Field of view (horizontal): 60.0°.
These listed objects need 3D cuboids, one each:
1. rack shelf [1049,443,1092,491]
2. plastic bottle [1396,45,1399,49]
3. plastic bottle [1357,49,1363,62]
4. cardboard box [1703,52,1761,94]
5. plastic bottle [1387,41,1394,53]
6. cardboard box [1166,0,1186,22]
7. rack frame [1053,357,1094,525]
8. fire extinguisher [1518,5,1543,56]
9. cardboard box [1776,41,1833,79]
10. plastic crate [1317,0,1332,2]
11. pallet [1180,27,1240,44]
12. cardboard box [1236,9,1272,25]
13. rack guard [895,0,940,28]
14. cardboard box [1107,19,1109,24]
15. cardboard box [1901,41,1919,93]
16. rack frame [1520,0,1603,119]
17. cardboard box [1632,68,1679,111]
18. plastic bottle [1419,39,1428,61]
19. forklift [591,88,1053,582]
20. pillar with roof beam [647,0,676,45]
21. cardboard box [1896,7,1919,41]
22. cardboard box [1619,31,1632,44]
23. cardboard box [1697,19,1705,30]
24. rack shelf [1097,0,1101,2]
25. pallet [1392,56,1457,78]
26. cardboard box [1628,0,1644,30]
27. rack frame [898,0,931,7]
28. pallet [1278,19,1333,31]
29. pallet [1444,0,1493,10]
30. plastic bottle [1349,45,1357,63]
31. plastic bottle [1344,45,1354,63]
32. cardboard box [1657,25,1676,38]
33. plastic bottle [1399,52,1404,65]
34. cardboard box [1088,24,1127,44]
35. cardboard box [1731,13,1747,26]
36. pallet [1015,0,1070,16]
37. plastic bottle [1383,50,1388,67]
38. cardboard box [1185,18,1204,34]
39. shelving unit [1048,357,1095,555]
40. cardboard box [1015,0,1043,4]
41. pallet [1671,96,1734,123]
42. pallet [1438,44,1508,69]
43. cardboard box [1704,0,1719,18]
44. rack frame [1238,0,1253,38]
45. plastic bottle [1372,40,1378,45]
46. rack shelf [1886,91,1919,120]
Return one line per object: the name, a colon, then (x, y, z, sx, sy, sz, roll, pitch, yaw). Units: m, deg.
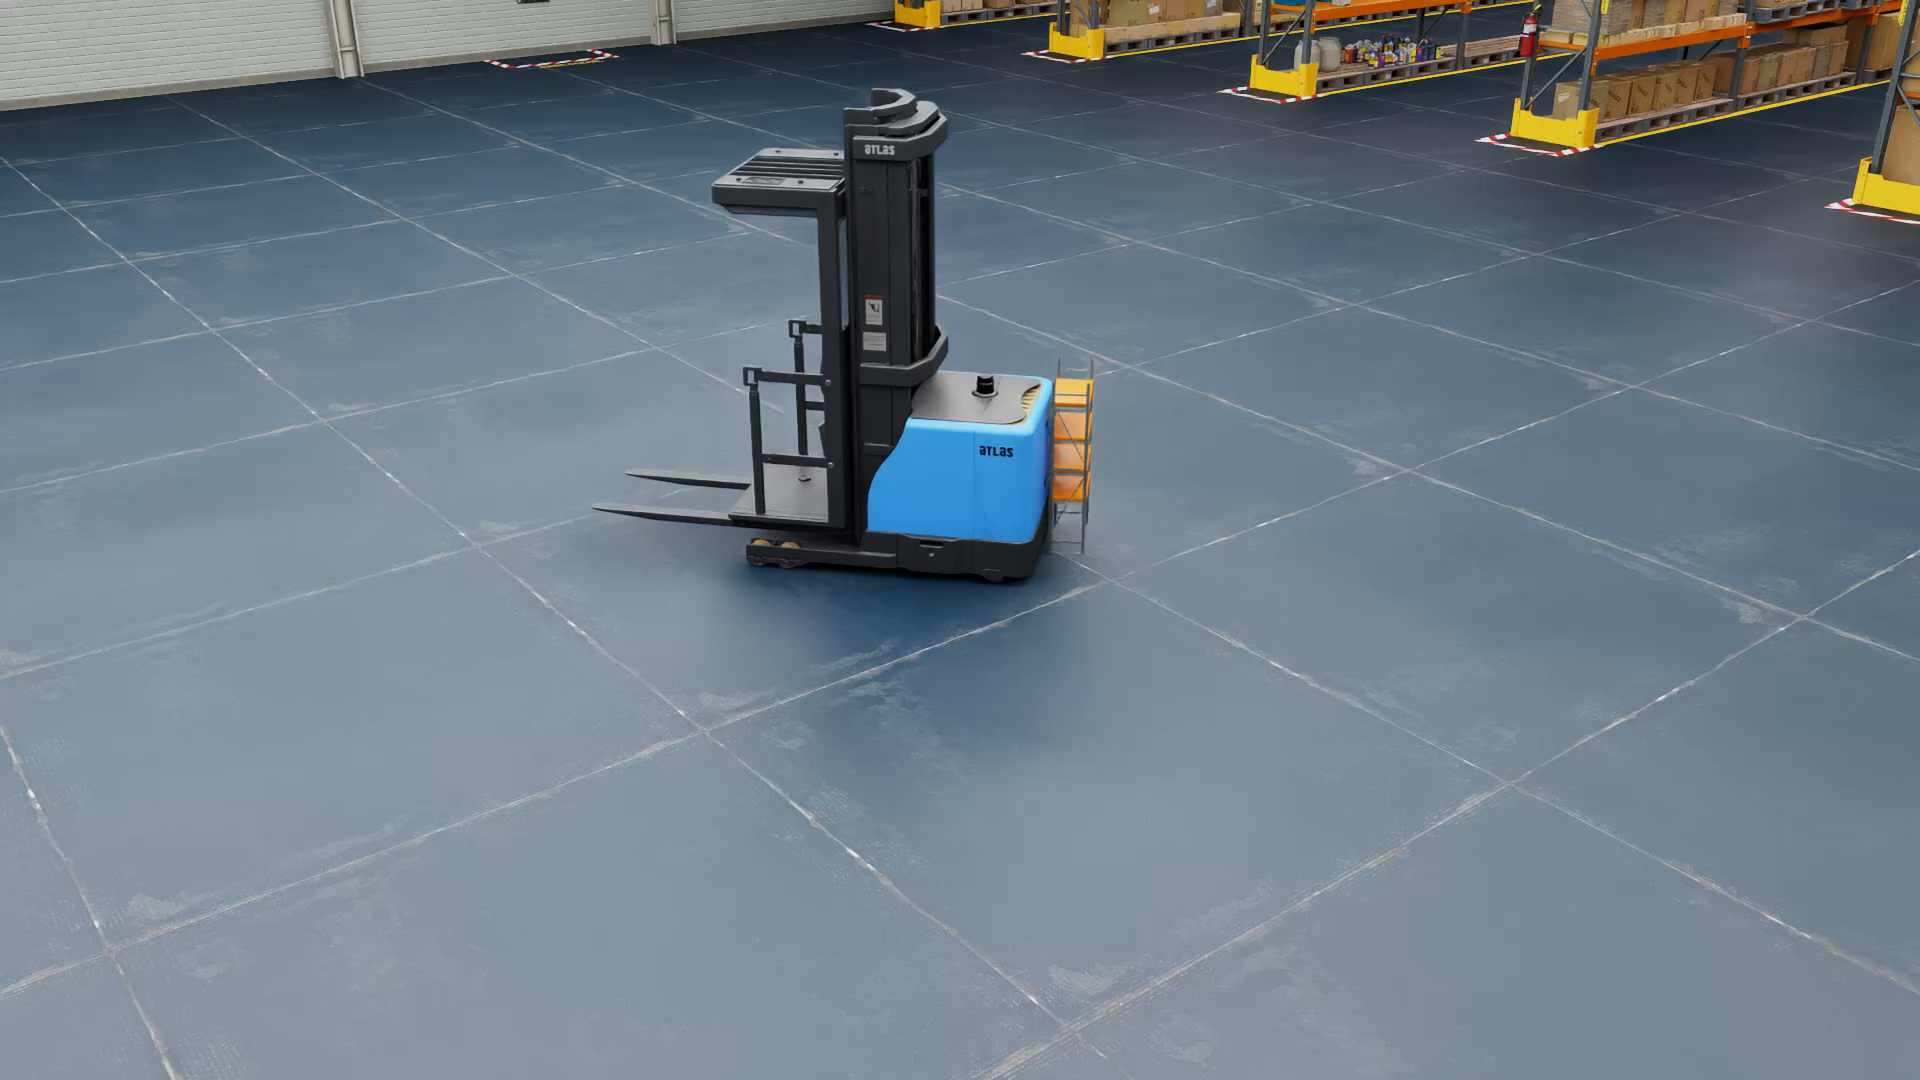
rack shelf: (0.736, -0.495, 11.051, 0.258, 0.148, 0.480, 3, 25, 6)
plastic bottle: (7.404, -8.201, 28.061, 0.133, 0.283, 0.061, -18, 31, -34)
plastic bottle: (6.777, -8.205, 28.168, 0.097, 0.201, 0.097, 0, 25, 0)
cardboard box: (11.887, -7.213, 25.676, 0.500, 0.500, 0.700, -21, 32, -38)
plastic bottle: (7.404, -8.448, 28.608, 0.097, 0.271, 0.097, 0, 25, 0)
cardboard box: (3.874, -9.976, 31.059, 0.500, 0.500, 0.500, -18, 31, -34)
rack frame: (0.766, -0.658, 11.242, 0.240, 1.200, 0.015, 3, 25, 6)
fire extinguisher: (7.869, -7.044, 22.956, 0.183, 0.674, 0.296, -18, 31, -34)
cardboard box: (13.595, -7.771, 26.877, 0.500, 0.500, 0.700, -21, 32, -38)
plastic crate: (5.911, -8.925, 27.095, 0.408, 0.251, 0.499, -18, 31, -34)
pallet: (4.629, -9.820, 32.158, 1.213, 0.211, 1.003, -18, 31, -34)
cardboard box: (5.751, -10.244, 32.526, 0.500, 0.250, 0.500, -19, 31, -35)
rack guard: (-0.867, -10.764, 33.850, 0.348, 0.500, 1.175, -18, 31, -34)
cardboard box: (2.759, -9.553, 31.038, 0.500, 0.250, 0.500, -18, 31, -34)
cardboard box: (11.488, -5.466, 19.286, 0.550, 0.550, 0.875, -18, 31, -34)
rack frame: (8.243, -6.956, 22.675, 0.127, 3.000, 1.000, -18, 31, -34)
cardboard box: (10.165, -6.622, 24.427, 0.500, 0.500, 0.500, -22, 33, -38)
plastic bottle: (7.854, -8.321, 28.240, 0.185, 0.351, 0.144, -20, 32, -37)
forklift: (-0.933, -1.358, 10.694, 3.031, 2.935, 1.130, 5, 25, 10)
pillar with roof beam: (-2.974, -12.083, 26.597, 0.400, 9.000, 9.100, -18, 31, -34)
cardboard box: (15.800, -8.662, 28.376, 0.875, 0.875, 1.225, -18, 30, -34)
cardboard box: (9.029, -6.956, 22.972, 0.250, 0.149, 0.380, -18, 31, -34)
cardboard box: (10.560, -7.498, 24.141, 0.250, 0.149, 0.380, -18, 31, -34)
rack shelf: (3.707, -10.432, 31.019, 4.000, 0.370, 1.077, -18, 31, -34)
pallet: (7.780, -8.210, 28.690, 1.213, 0.211, 1.003, -18, 31, -34)
cardboard box: (9.012, -7.440, 23.245, 0.500, 0.500, 0.875, -18, 31, -34)
rack frame: (-0.926, -11.879, 33.282, 0.127, 3.000, 1.000, -18, 31, -34)
pallet: (6.797, -10.536, 33.701, 1.213, 0.211, 1.003, -18, 31, -34)
pallet: (10.959, -11.867, 36.569, 1.213, 0.211, 1.003, -18, 31, -34)
plastic bottle: (6.643, -8.208, 28.076, 0.133, 0.283, 0.061, -18, 31, -34)
plastic bottle: (6.577, -8.239, 28.153, 0.135, 0.276, 0.152, -18, 30, -34)
cardboard box: (9.855, -7.195, 23.487, 0.250, 0.149, 0.380, -18, 31, -34)
plastic bottle: (7.394, -8.089, 27.917, 0.097, 0.201, 0.097, 0, 25, 0)
cardboard box: (2.692, -9.247, 30.380, 0.500, 0.250, 0.500, -18, 31, -34)
cardboard box: (11.403, -7.728, 24.636, 0.250, 0.149, 0.380, -18, 31, -34)
pallet: (1.714, -11.467, 35.706, 1.213, 0.211, 1.003, -18, 31, -34)
plastic bottle: (7.075, -8.015, 27.676, 0.097, 0.271, 0.097, 0, 25, 0)
cardboard box: (4.267, -9.767, 31.498, 0.500, 0.250, 0.500, -18, 31, -34)
shelving unit: (0.736, -0.556, 11.023, 0.258, 1.200, 0.503, 3, 25, 6)
cardboard box: (1.429, -11.701, 35.345, 0.500, 0.500, 0.500, -21, 32, -38)
pallet: (10.884, -6.544, 25.099, 1.213, 0.211, 1.003, -18, 31, -34)
pallet: (8.928, -8.588, 29.503, 1.213, 0.211, 1.003, -18, 31, -34)
cardboard box: (10.583, -7.961, 24.367, 0.500, 0.500, 0.875, -18, 31, -34)
rack frame: (5.281, -11.278, 31.987, 0.127, 3.000, 1.000, -18, 31, -34)
plastic bottle: (7.139, -8.453, 28.604, 0.133, 0.283, 0.061, -17, 30, -32)
rack shelf: (12.798, -5.480, 20.349, 4.000, 0.370, 1.077, -18, 31, -34)
